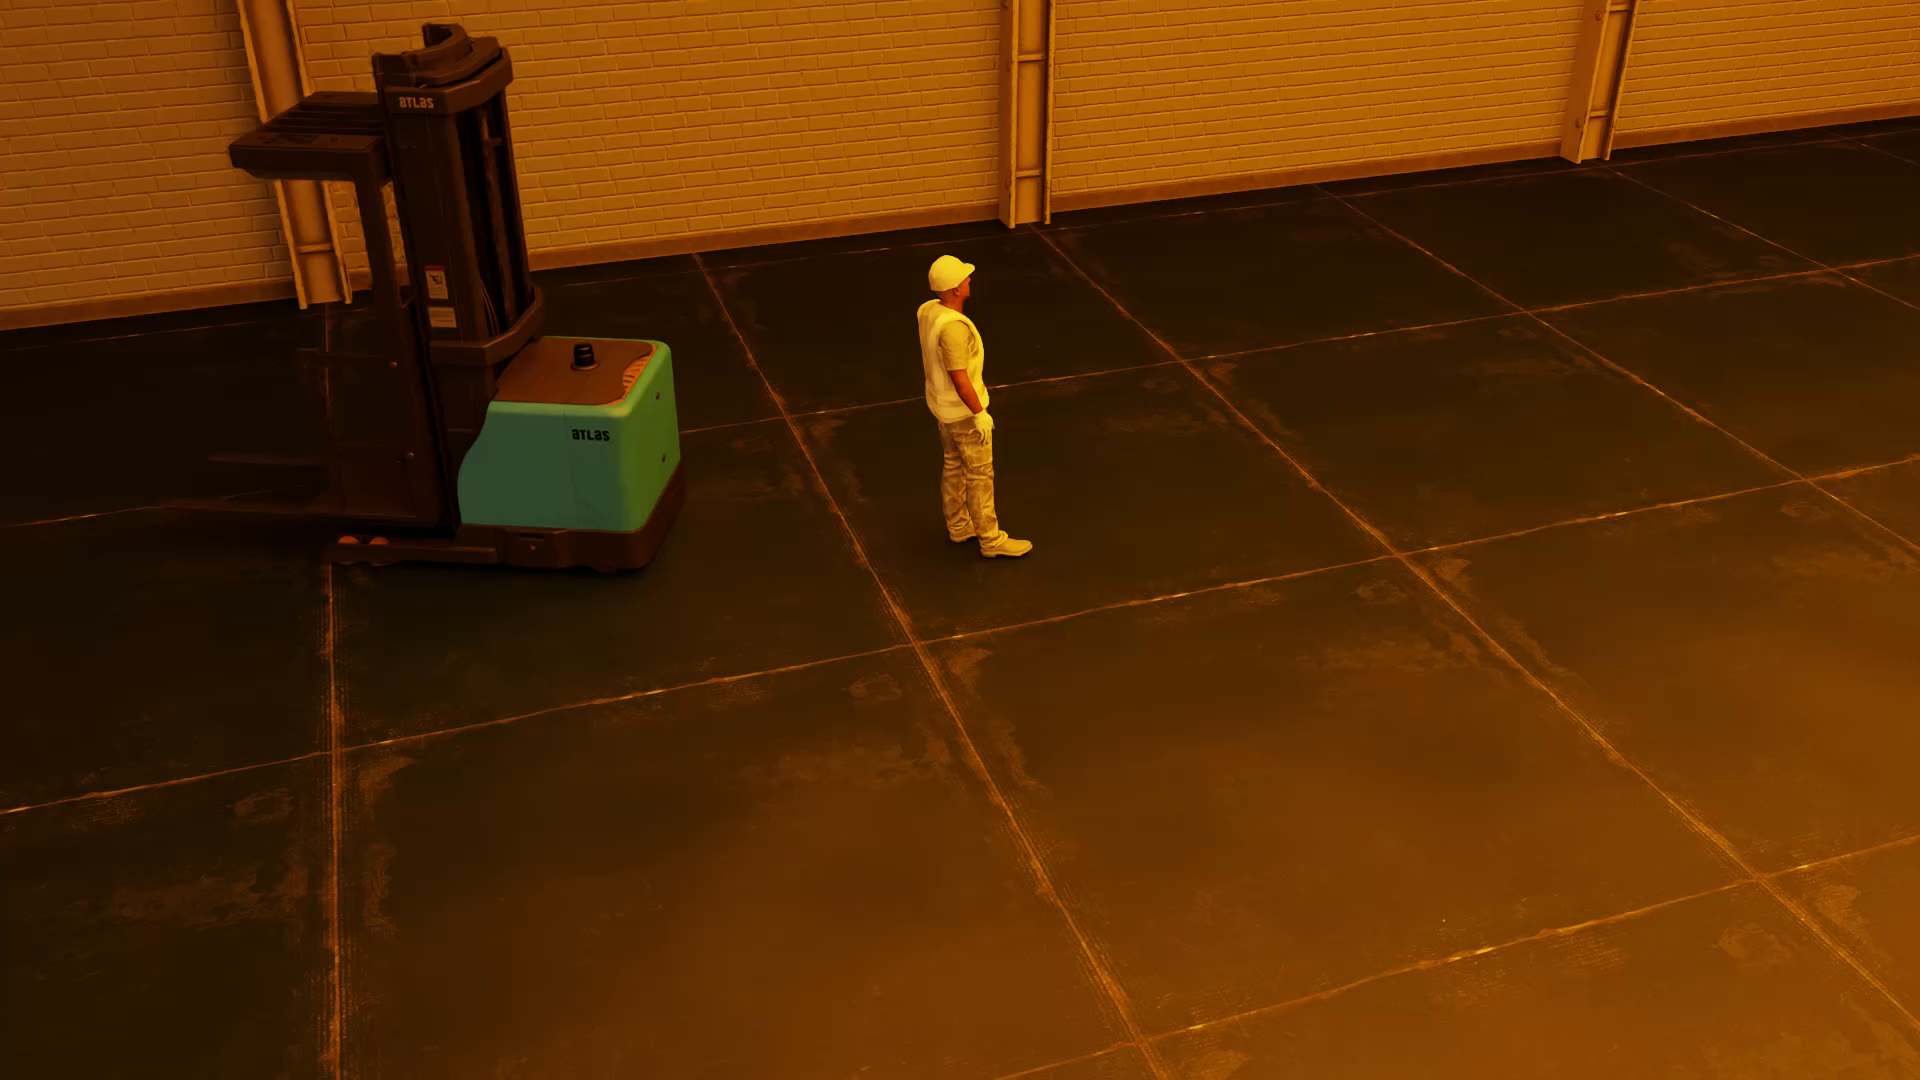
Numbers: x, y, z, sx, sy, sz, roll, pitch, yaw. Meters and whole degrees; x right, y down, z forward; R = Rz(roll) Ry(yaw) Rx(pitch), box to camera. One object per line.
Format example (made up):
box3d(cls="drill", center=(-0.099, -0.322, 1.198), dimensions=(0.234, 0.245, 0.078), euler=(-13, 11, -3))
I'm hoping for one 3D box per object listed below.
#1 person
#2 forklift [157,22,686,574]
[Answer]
box3d(cls="person", center=(0.071, -0.787, 9.592), dimensions=(0.575, 1.784, 0.656), euler=(-10, 31, -16))
box3d(cls="forklift", center=(-3.264, -1.373, 9.473), dimensions=(3.031, 2.935, 1.130), euler=(3, 30, 5))
